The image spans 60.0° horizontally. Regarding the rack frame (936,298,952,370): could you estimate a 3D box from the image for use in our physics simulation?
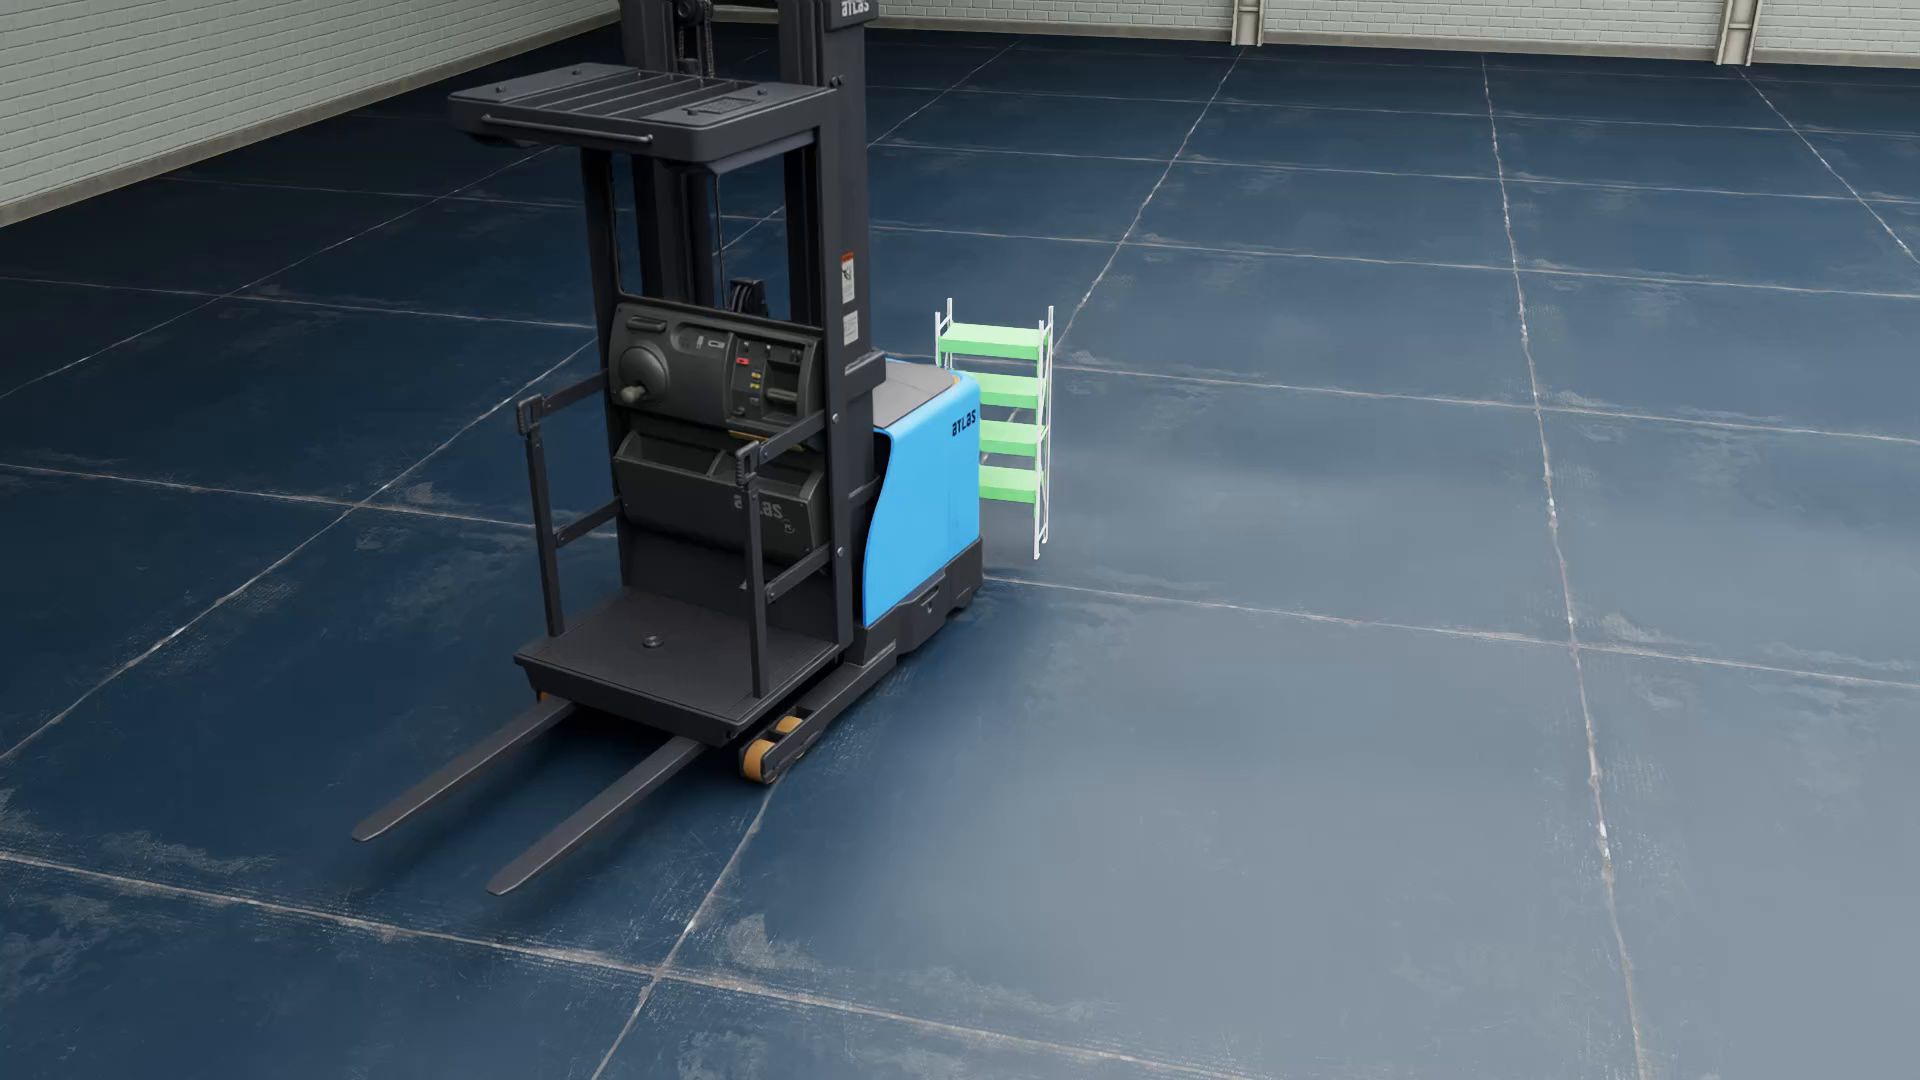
[{"bbox_3d":[-0.076,-0.550,8.010,0.015,1.200,0.240,6,26,13],"label":"rack frame"}]

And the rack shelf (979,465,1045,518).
[{"bbox_3d":[0.160,-0.250,8.085,0.480,0.148,0.258,6,26,13],"label":"rack shelf"}]

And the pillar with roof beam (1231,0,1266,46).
[{"bbox_3d":[2.742,-8.865,16.402,0.400,9.000,9.100,6,26,13],"label":"pillar with roof beam"}]

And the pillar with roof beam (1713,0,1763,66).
[{"bbox_3d":[8.553,-8.223,15.053,0.400,9.000,9.100,6,26,13],"label":"pillar with roof beam"}]

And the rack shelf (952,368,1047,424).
[{"bbox_3d":[0.160,-0.683,7.879,0.480,0.148,0.258,6,26,13],"label":"rack shelf"}]

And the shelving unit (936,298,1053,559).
[{"bbox_3d":[0.160,-0.524,7.955,0.503,1.200,0.258,6,26,13],"label":"shelving unit"}]

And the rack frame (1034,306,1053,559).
[{"bbox_3d":[0.397,-0.498,7.900,0.015,1.200,0.240,6,26,13],"label":"rack frame"}]

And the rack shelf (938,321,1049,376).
[{"bbox_3d":[0.160,-0.900,7.776,0.480,0.148,0.258,6,26,13],"label":"rack shelf"}]

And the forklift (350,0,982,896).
[{"bbox_3d":[-1.047,-0.621,6.145,1.130,2.935,3.031,13,28,26],"label":"forklift"}]

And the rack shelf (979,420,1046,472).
[{"bbox_3d":[0.160,-0.466,7.982,0.480,0.148,0.258,6,26,13],"label":"rack shelf"}]
